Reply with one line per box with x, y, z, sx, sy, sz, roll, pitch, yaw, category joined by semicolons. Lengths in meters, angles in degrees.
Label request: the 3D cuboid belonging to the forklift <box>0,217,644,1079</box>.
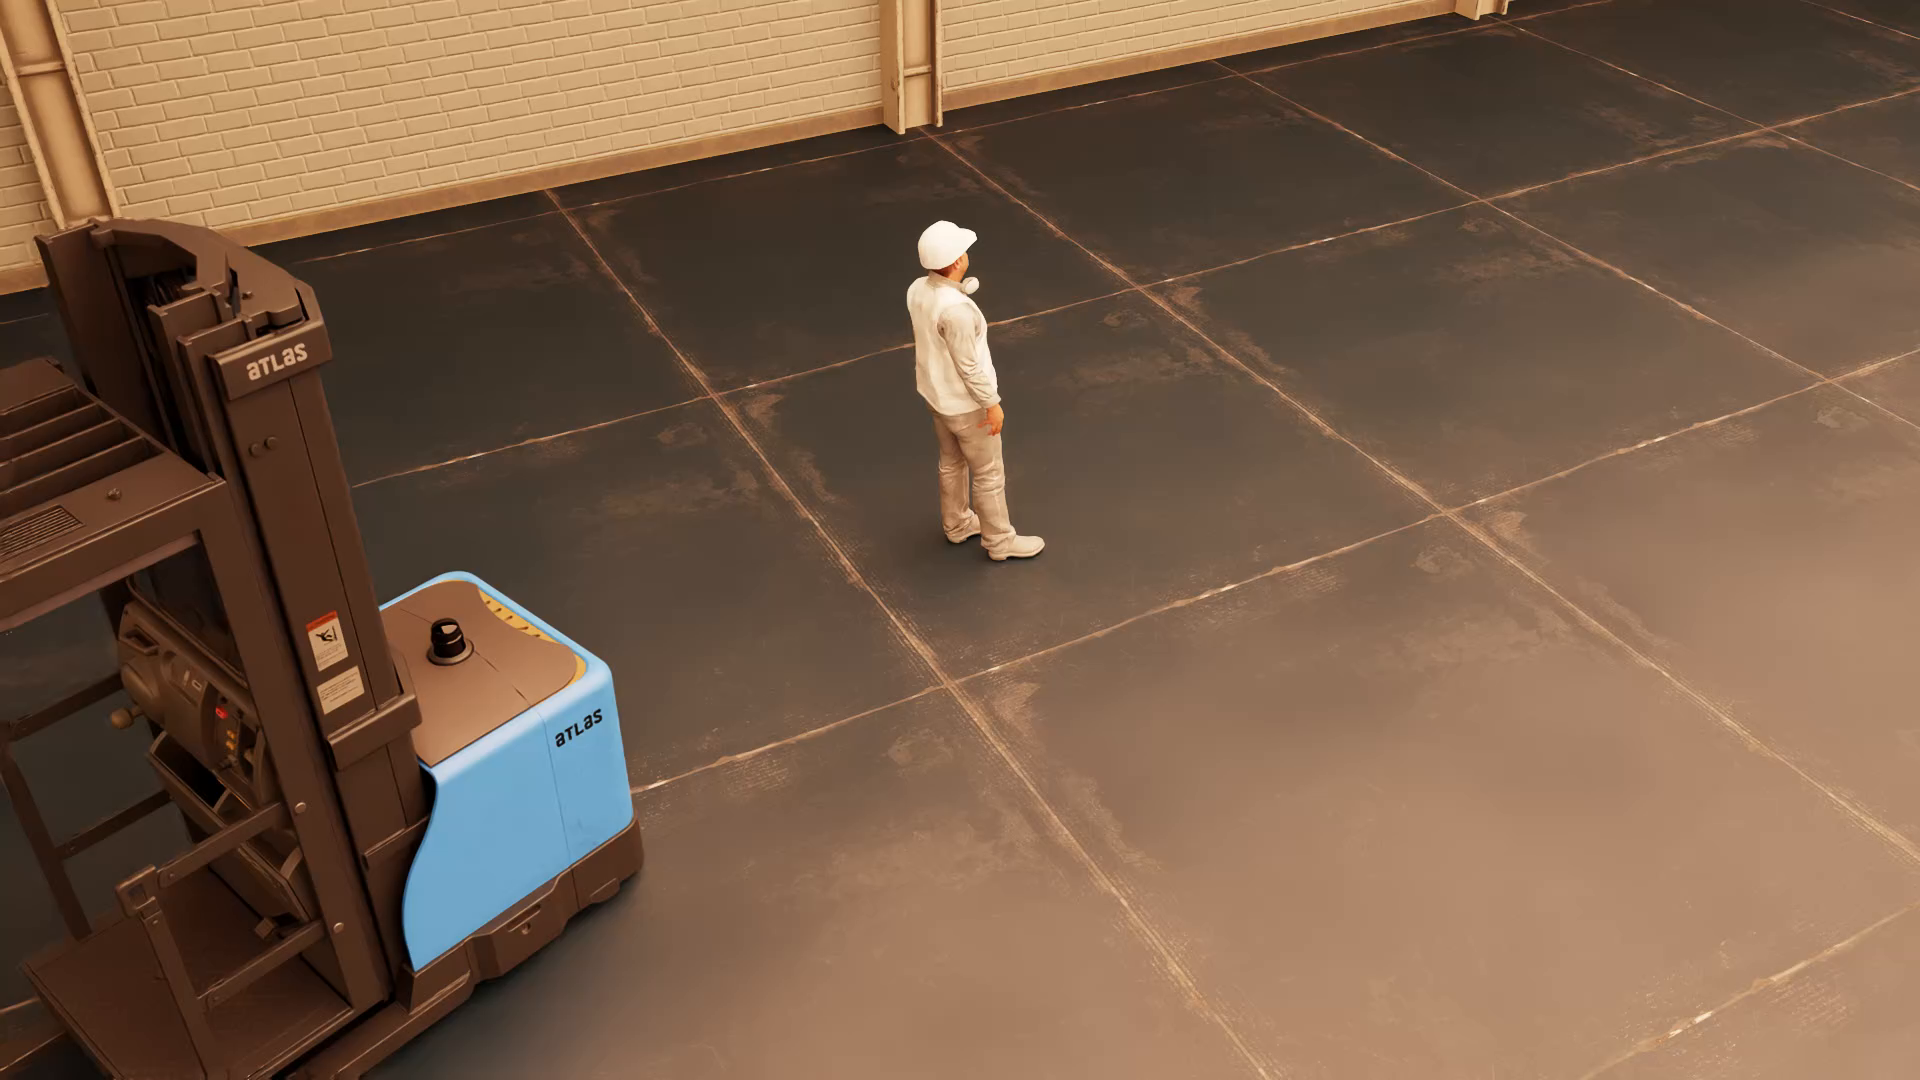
-2.630;0.601;5.273;1.130;2.935;3.031;27;43;33;forklift

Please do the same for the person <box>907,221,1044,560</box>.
0.059;-0.744;8.165;0.566;1.775;0.634;-17;39;-23;person
